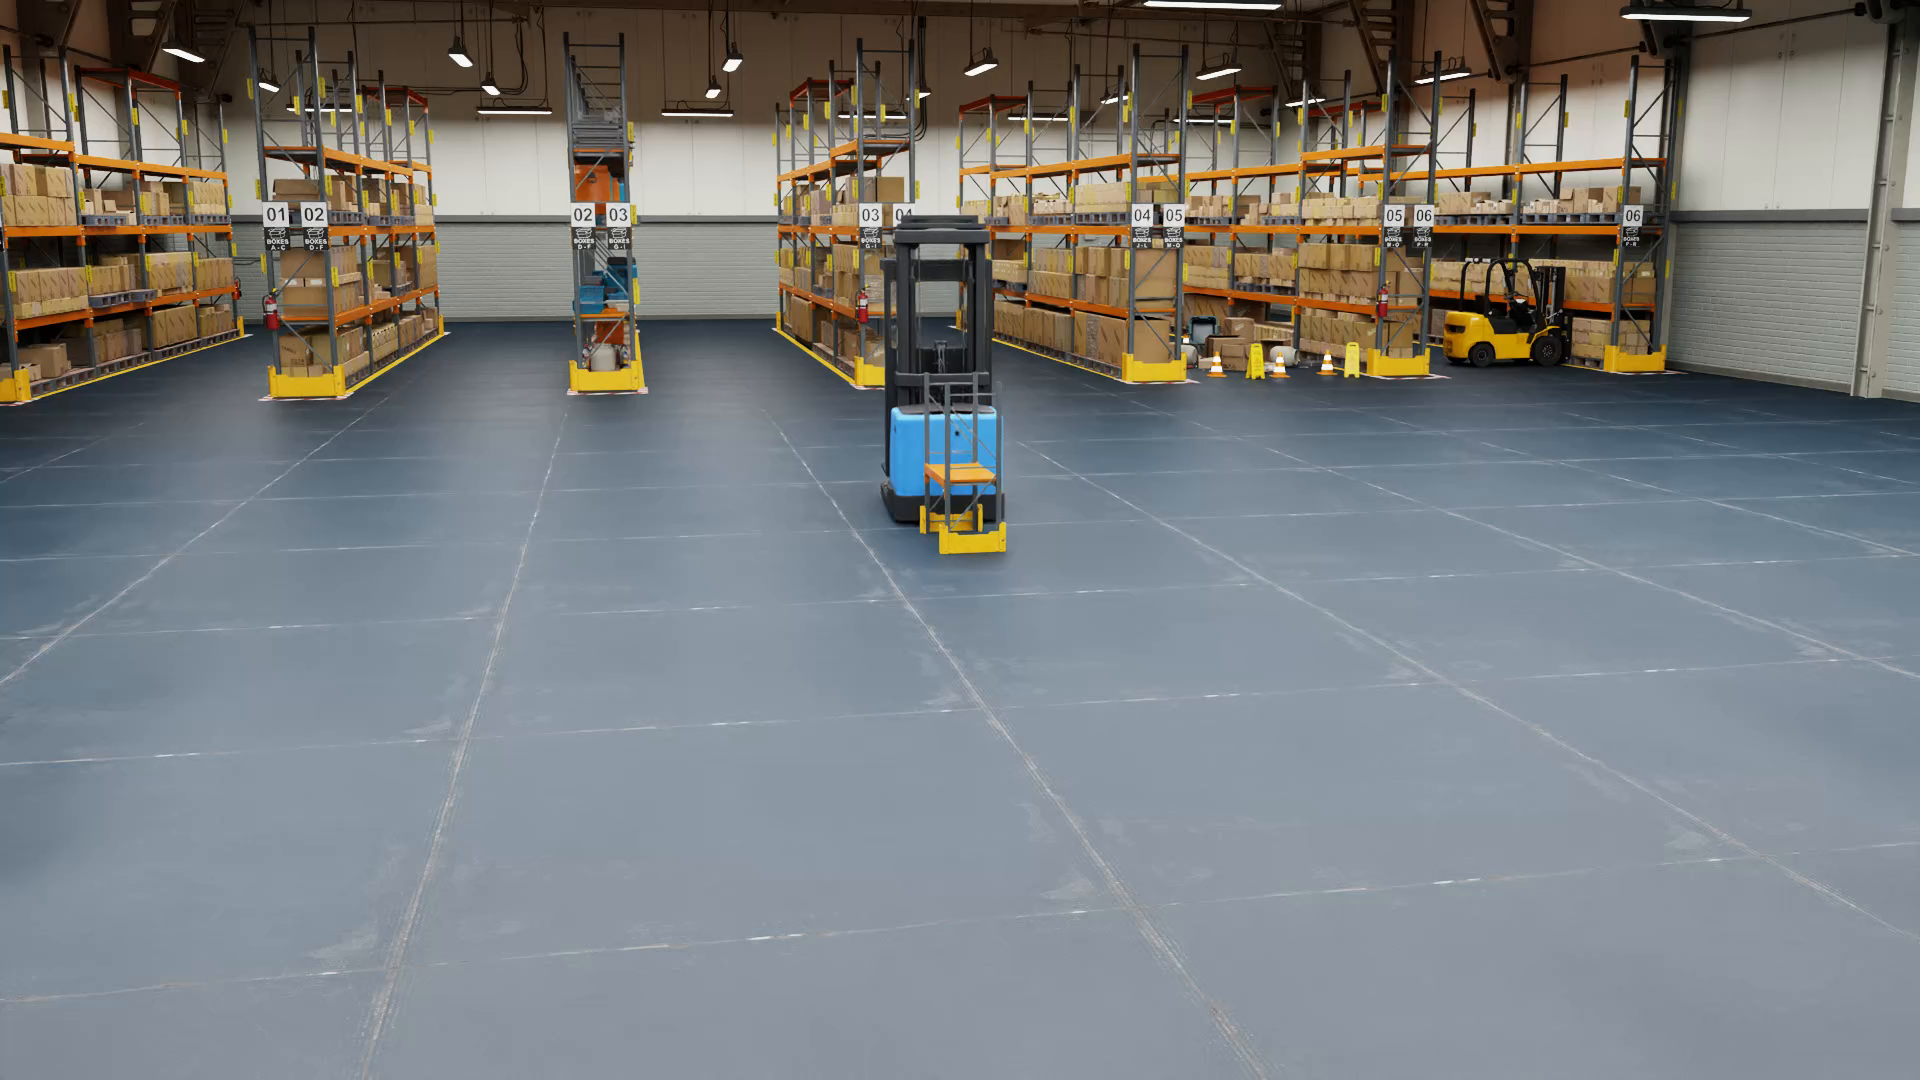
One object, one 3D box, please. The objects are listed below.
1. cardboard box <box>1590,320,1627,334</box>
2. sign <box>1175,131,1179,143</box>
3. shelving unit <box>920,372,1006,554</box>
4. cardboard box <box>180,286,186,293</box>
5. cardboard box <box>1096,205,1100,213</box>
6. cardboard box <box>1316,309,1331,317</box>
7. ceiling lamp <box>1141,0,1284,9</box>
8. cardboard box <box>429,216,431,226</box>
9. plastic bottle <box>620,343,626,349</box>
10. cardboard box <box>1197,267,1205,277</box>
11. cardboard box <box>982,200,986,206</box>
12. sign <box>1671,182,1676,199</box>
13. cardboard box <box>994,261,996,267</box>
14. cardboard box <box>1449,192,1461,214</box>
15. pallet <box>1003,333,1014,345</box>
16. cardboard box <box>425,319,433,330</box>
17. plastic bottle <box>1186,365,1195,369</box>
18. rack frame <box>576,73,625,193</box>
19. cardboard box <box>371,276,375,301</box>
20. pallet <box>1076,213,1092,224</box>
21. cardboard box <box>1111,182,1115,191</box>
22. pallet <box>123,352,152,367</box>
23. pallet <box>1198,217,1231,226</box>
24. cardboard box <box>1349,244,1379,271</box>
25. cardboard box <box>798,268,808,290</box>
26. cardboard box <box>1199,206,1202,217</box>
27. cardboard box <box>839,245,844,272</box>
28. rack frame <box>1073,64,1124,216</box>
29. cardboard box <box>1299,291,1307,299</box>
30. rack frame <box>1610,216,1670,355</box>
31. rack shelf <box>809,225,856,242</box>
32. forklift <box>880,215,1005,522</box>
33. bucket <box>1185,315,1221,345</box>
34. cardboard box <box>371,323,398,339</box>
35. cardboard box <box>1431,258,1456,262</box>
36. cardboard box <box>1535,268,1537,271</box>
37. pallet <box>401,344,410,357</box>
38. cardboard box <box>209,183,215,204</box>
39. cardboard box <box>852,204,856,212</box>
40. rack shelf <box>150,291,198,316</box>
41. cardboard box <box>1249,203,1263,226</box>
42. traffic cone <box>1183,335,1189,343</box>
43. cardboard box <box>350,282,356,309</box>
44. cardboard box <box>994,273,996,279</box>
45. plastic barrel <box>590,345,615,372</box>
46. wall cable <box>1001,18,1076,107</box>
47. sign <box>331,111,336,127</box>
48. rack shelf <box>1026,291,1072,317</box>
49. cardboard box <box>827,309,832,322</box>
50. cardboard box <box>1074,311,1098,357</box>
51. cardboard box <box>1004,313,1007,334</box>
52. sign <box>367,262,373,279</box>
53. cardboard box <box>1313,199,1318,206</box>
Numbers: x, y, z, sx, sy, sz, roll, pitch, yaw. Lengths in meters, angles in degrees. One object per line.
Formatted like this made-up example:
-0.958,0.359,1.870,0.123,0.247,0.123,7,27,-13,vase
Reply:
12.900,-4.242,33.070,0.500,0.250,0.500,-2,11,-9,cardboard box
5.544,-10.310,42.427,0.100,0.325,0.005,-2,11,-11,sign
0.015,-0.723,15.036,0.587,1.500,1.083,-2,11,-11,shelving unit
-17.673,-5.635,37.450,0.380,0.149,0.250,-2,11,-11,cardboard box
2.847,-6.423,32.234,0.380,0.149,0.250,-2,11,-10,cardboard box
7.566,-4.680,34.304,0.380,0.149,0.250,-2,11,-9,cardboard box
3.590,-8.984,22.775,2.000,3.185,0.800,-2,11,-11,ceiling lamp
-13.678,-8.078,42.050,0.500,0.250,0.500,-2,11,-11,cardboard box
-6.522,-3.641,32.265,0.144,0.351,0.185,-2,11,-13,plastic bottle
6.203,-6.642,41.187,0.500,0.250,0.500,-2,11,-13,cardboard box
0.778,-8.623,42.508,0.380,0.149,0.250,-2,11,-11,cardboard box
13.841,-6.783,32.292,0.100,0.325,0.005,-2,11,-11,sign
1.036,-6.785,40.835,0.380,0.149,0.250,-2,11,-12,cardboard box
11.837,-7.837,38.720,0.700,0.500,0.500,-2,11,-12,cardboard box
1.651,-4.906,40.462,1.003,0.211,1.213,-2,11,-11,pallet
-13.621,-5.455,42.063,0.500,0.250,0.500,-2,11,-11,cardboard box
4.559,-3.454,33.232,0.283,0.061,0.133,-6,13,-31,plastic bottle
-7.708,-8.515,35.918,1.000,3.000,0.127,-2,11,-11,rack frame
-12.225,-5.130,33.913,0.500,0.500,0.500,-3,11,-14,cardboard box
2.962,-6.455,33.358,1.003,0.211,1.213,-2,11,-11,pallet
3.044,-6.629,31.183,0.380,0.149,0.250,-2,11,-10,cardboard box
-17.275,-3.694,34.093,1.003,0.211,1.213,-2,11,-11,pallet
6.473,-7.810,40.743,1.003,0.211,1.213,-2,11,-8,pallet
8.023,-5.506,32.418,0.700,0.500,0.500,-2,11,-10,cardboard box
-3.588,-6.253,39.812,0.500,0.500,0.500,-2,11,-12,cardboard box
6.105,-8.108,41.038,0.396,0.266,0.258,-1,11,-6,cardboard box
-2.038,-5.425,31.994,0.500,0.500,0.500,-2,11,-11,cardboard box
2.813,-8.123,33.860,1.000,3.000,0.127,-2,11,-11,rack frame
7.396,-5.181,35.123,0.380,0.149,0.250,-2,11,-11,cardboard box
13.295,-4.822,32.561,1.000,3.000,0.127,-2,11,-11,rack frame
-2.461,-6.501,35.284,1.077,0.370,4.000,-2,11,-11,rack shelf
-0.247,-1.839,17.071,1.130,2.935,3.031,-1,11,-6,forklift
5.101,-4.373,34.894,0.726,0.611,0.620,2,1,9,bucket
-12.224,-4.432,35.243,0.500,0.311,0.500,-2,11,-10,cardboard box
11.793,-6.645,40.748,0.500,0.500,0.500,-2,11,-8,cardboard box
12.426,-5.713,35.242,0.380,0.149,0.250,-2,11,-10,cardboard box
-12.676,-4.156,36.523,1.003,0.211,1.213,-2,11,-11,pallet
-18.375,-8.386,40.271,0.500,0.500,0.500,-3,11,-14,cardboard box
-1.750,-6.014,30.136,0.380,0.149,0.250,-3,11,-13,cardboard box
-17.815,-5.221,36.580,1.077,0.370,4.000,-2,11,-11,rack shelf
7.046,-7.456,38.113,0.700,0.500,0.500,-2,11,-11,cardboard box
4.997,-4.321,36.717,0.336,0.463,0.334,-2,11,-11,traffic cone
-11.588,-4.526,30.739,0.700,0.500,0.500,-2,11,-12,cardboard box
1.035,-6.494,40.897,0.380,0.149,0.250,-2,11,-10,cardboard box
-6.355,-3.202,29.583,0.421,0.512,0.421,0,11,0,plastic barrel
2.415,-14.446,51.034,2.355,3.000,0.029,-2,11,-11,wall cable
-13.098,-8.811,34.767,0.100,0.325,0.005,-2,11,-11,sign
2.424,-5.189,36.415,1.077,0.370,4.000,-2,11,-11,rack shelf
-2.690,-4.982,36.907,0.500,0.250,0.500,-2,11,-9,cardboard box
2.867,-4.220,33.961,0.875,0.875,0.875,-2,11,-10,cardboard box
1.361,-5.284,40.550,0.500,0.500,0.500,-2,11,-10,cardboard box
-11.245,-5.139,31.701,0.100,0.325,0.005,-2,11,-11,sign
7.512,-6.951,34.265,0.380,0.149,0.250,-2,11,-13,cardboard box
